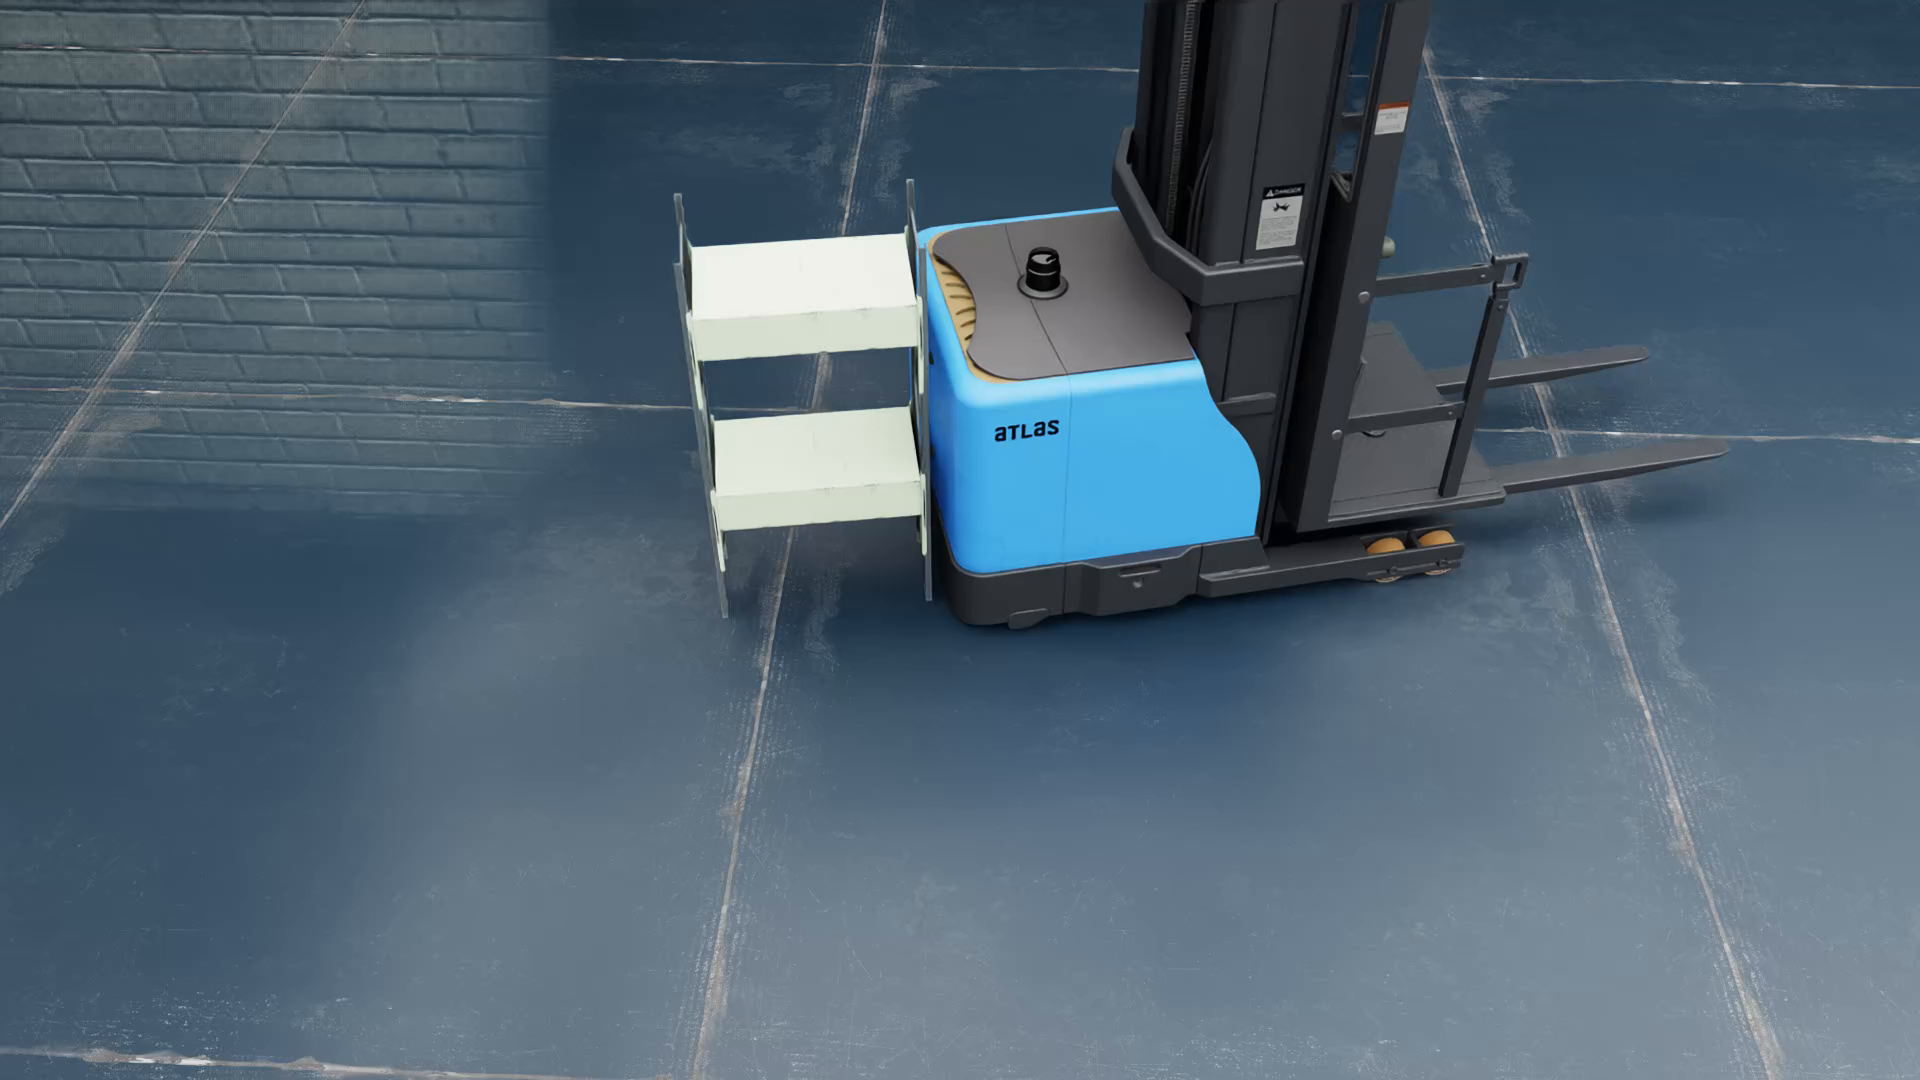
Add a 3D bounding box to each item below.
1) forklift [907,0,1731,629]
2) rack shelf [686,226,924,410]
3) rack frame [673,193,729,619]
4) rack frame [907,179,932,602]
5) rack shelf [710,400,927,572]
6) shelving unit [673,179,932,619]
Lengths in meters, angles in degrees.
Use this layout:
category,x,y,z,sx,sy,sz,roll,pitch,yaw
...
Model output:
category,x,y,z,sx,sy,sz,roll,pitch,yaw
forklift,1.369,-1.264,5.456,3.031,2.935,1.130,-8,44,-8
rack shelf,-0.498,-0.718,5.347,0.720,0.370,0.431,-5,43,-5
rack frame,-0.862,-0.403,5.582,0.023,1.500,0.400,-5,43,-5
rack frame,-0.135,-0.462,5.645,0.023,1.500,0.400,-5,43,-5
rack shelf,-0.498,-0.194,5.836,0.720,0.370,0.431,-5,43,-5
shelving unit,-0.498,-0.432,5.614,0.755,1.500,0.431,-5,43,-5
